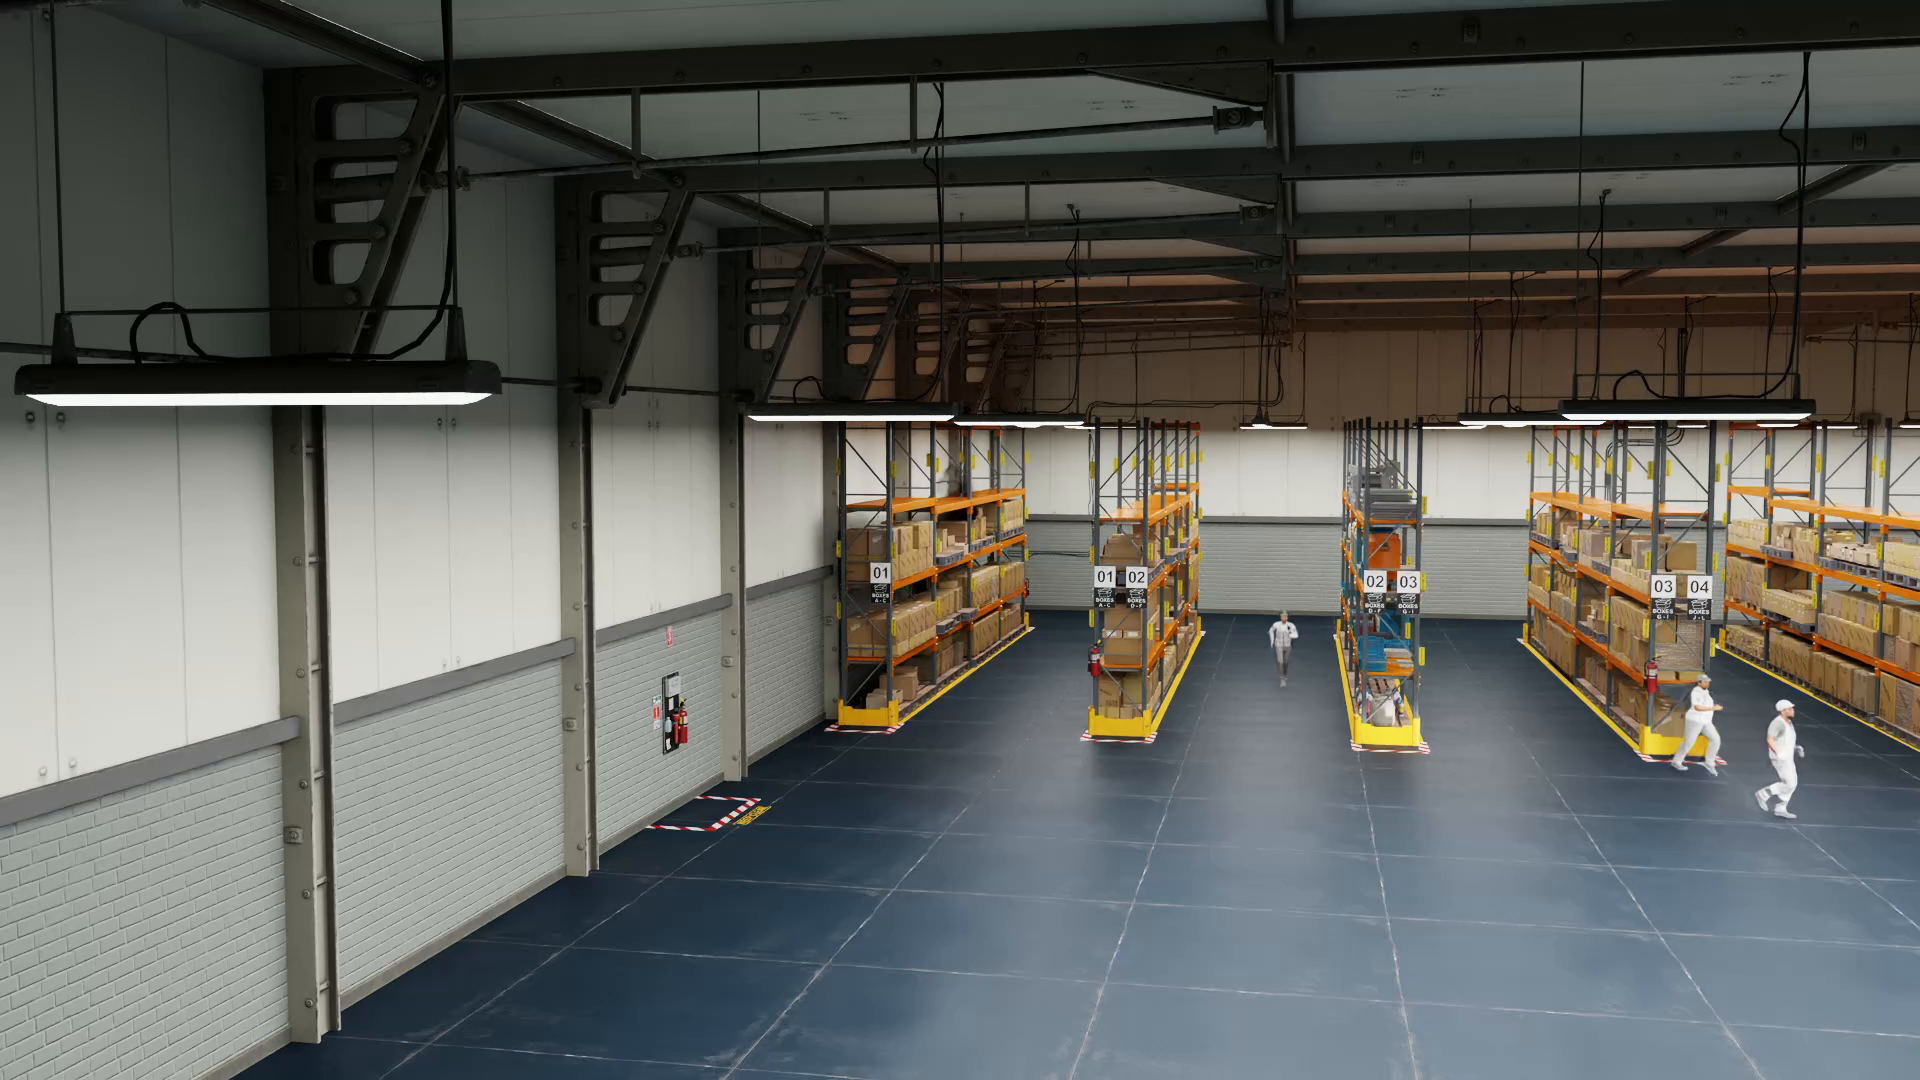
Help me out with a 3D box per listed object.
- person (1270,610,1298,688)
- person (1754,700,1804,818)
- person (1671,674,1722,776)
[{"bbox_3d":[7.307,2.424,37.504,0.600,1.687,0.927,0,4,6],"label":"person"},{"bbox_3d":[12.207,3.243,24.770,0.593,1.756,0.678,3,5,41],"label":"person"},{"bbox_3d":[12.381,3.080,27.830,0.616,1.699,0.808,-3,5,-40],"label":"person"}]
